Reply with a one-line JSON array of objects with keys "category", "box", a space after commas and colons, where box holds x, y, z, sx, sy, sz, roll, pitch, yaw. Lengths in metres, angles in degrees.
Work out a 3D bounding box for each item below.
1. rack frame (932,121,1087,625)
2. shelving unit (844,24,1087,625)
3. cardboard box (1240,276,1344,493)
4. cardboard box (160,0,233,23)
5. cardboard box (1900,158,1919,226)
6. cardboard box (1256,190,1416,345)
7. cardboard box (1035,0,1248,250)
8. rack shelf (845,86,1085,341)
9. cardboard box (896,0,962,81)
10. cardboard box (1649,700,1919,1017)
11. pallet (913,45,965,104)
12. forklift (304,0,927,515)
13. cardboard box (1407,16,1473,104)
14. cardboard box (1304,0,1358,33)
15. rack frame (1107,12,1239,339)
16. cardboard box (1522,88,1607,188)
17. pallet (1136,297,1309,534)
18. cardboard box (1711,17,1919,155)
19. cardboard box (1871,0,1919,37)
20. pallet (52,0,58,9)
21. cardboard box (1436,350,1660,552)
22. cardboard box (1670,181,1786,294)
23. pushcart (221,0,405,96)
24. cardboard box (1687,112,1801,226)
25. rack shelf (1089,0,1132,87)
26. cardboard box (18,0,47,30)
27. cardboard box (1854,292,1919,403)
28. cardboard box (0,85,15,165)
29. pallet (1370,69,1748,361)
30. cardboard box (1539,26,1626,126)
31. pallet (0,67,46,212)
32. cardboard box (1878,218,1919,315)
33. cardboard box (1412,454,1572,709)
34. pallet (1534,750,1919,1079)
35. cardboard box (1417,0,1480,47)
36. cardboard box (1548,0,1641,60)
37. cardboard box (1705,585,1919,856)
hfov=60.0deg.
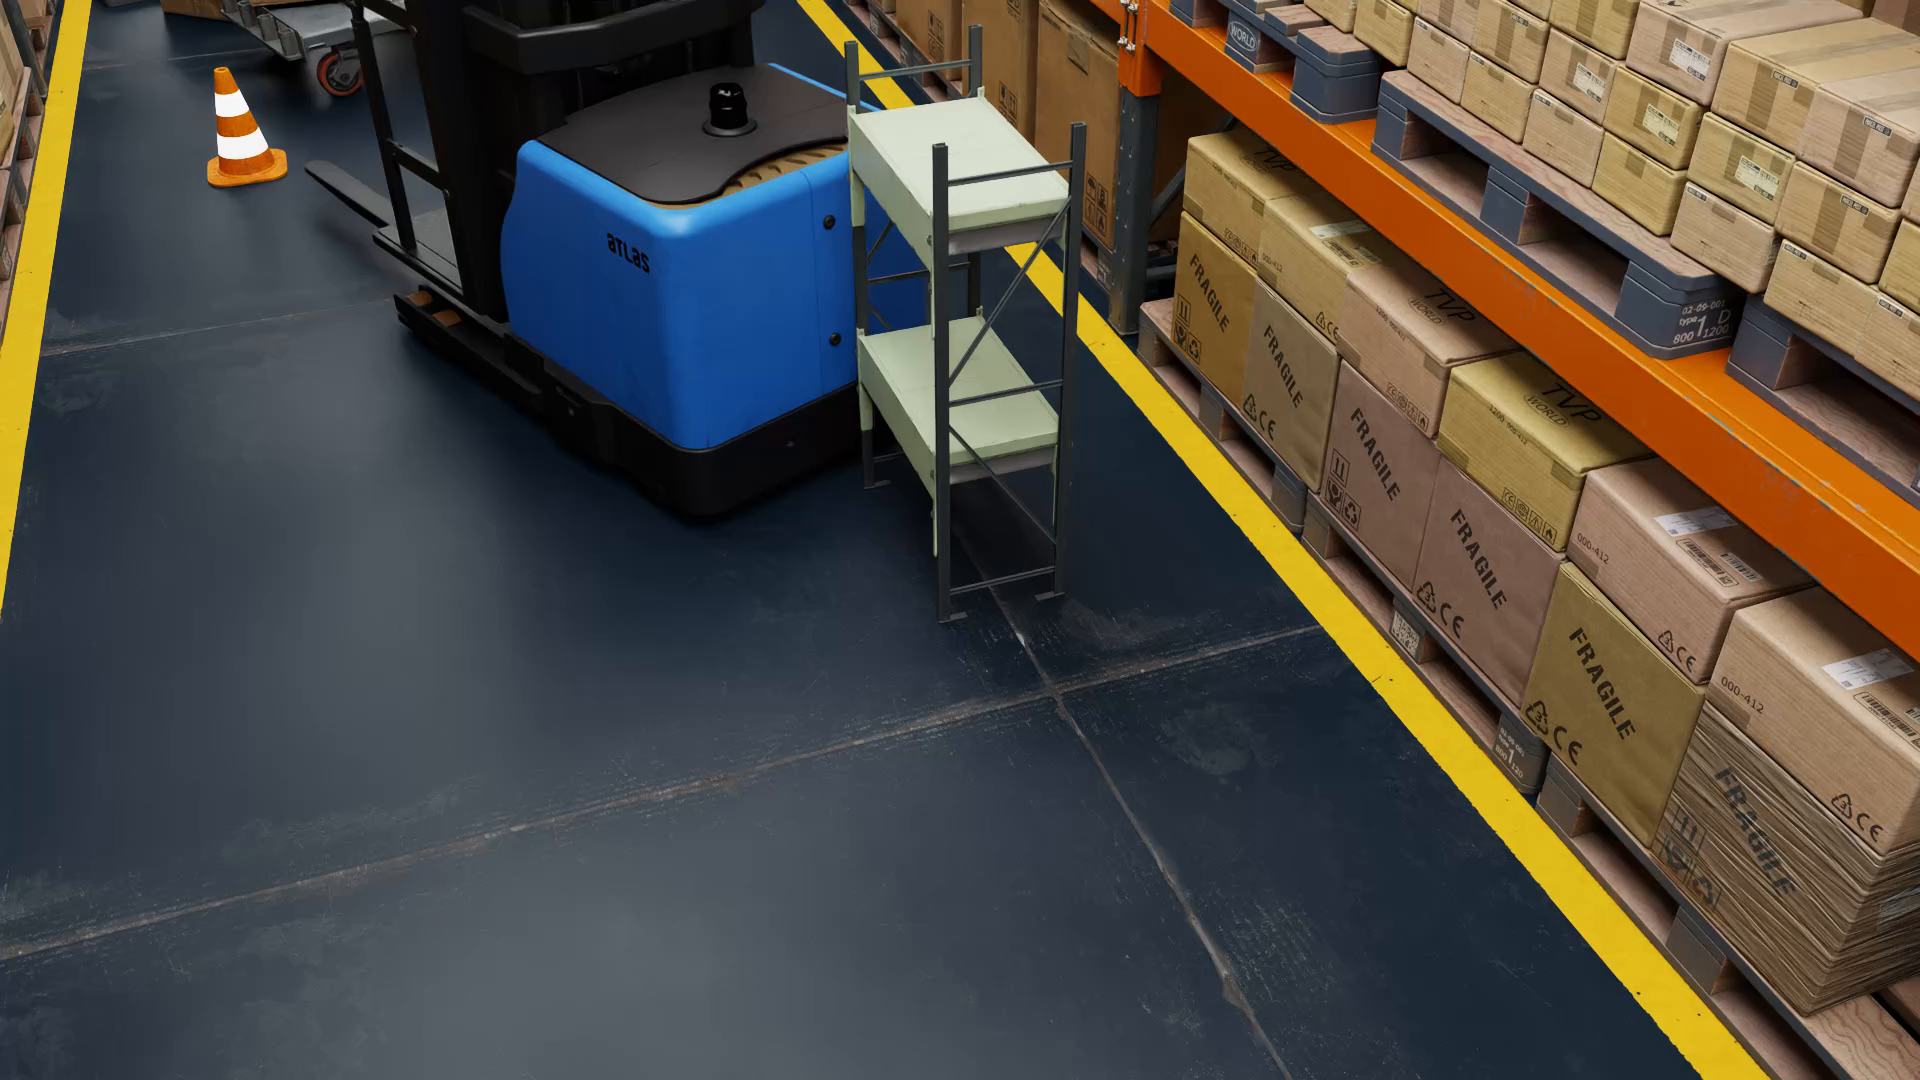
[{"category": "rack frame", "box": [0.124, -0.396, 4.529, 0.400, 1.500, 0.023, -12, 39, -16]}, {"category": "shelving unit", "box": [-0.002, -0.603, 4.804, 0.431, 1.500, 0.755, -12, 39, -16]}, {"category": "cardboard box", "box": [1.234, -0.529, 5.187, 0.500, 0.500, 0.500, -12, 39, -15]}, {"category": "cardboard box", "box": [-4.026, -3.162, 9.031, 0.500, 0.500, 0.500, 12, 39, 16]}, {"category": "cardboard box", "box": [1.929, -0.625, 2.952, 0.380, 0.149, 0.250, -14, 39, -17]}, {"category": "cardboard box", "box": [1.239, -0.838, 4.974, 0.500, 0.250, 0.500, -13, 39, -16]}, {"category": "cardboard box", "box": [0.929, -1.727, 6.570, 1.050, 0.750, 0.750, -13, 39, -17]}, {"category": "rack shelf", "box": [-0.002, -0.915, 4.569, 0.431, 0.370, 0.720, -12, 39, -16]}, {"category": "cardboard box", "box": [0.304, -2.746, 7.923, 1.050, 0.750, 0.750, -12, 39, -16]}, {"category": "cardboard box", "box": [1.940, 0.629, 3.650, 0.500, 0.500, 0.500, -13, 39, -17]}, {"category": "pallet", "box": [0.438, -2.130, 7.903, 1.003, 0.211, 1.213, -12, 39, -16]}, {"category": "forklift", "box": [-1.470, -2.043, 5.527, 1.130, 2.935, 3.031, -30, 46, -33]}, {"category": "cardboard box", "box": [1.392, -1.262, 4.292, 0.380, 0.149, 0.250, -11, 38, -14]}, {"category": "cardboard box", "box": [1.204, -1.564, 4.693, 0.380, 0.149, 0.250, -11, 38, -14]}, {"category": "rack frame", "box": [1.054, -2.095, 5.538, 1.000, 3.000, 0.127, -12, 39, -16]}, {"category": "cardboard box", "box": [1.565, -0.972, 3.907, 0.380, 0.149, 0.250, -14, 39, -17]}, {"category": "pallet", "box": [1.322, -0.539, 5.791, 1.003, 0.211, 1.213, -12, 39, -16]}, {"category": "cardboard box", "box": [1.757, -0.913, 3.334, 0.380, 0.149, 0.250, -14, 39, -17]}, {"category": "cardboard box", "box": [2.281, -1.188, 3.700, 0.380, 0.149, 0.250, -11, 38, -14]}, {"category": "pallet", "box": [-5.623, -3.221, 9.351, 1.003, 0.211, 1.213, -12, 39, -16]}, {"category": "cardboard box", "box": [1.578, -0.261, 4.209, 0.500, 0.250, 0.500, -14, 39, -18]}, {"category": "cardboard box", "box": [1.747, -0.672, 3.508, 0.380, 0.149, 0.250, -14, 39, -18]}, {"category": "pushcart", "box": [-2.812, -2.726, 8.555, 1.648, 0.377, 0.936, -27, 45, -31]}, {"category": "cardboard box", "box": [1.747, -0.796, 3.426, 0.380, 0.149, 0.250, -14, 39, -18]}, {"category": "rack shelf", "box": [0.366, -2.937, 7.255, 1.077, 0.370, 4.000, -12, 39, -16]}, {"category": "cardboard box", "box": [-4.885, -2.731, 8.319, 0.500, 0.250, 0.500, -14, 39, -18]}, {"category": "cardboard box", "box": [1.934, -0.374, 3.113, 0.380, 0.149, 0.250, -13, 39, -16]}, {"category": "cardboard box", "box": [-4.502, -1.690, 6.835, 0.950, 0.372, 0.625, -10, 38, -13]}, {"category": "pallet", "box": [1.774, -0.909, 4.123, 1.003, 0.211, 1.213, -12, 39, -16]}, {"category": "cardboard box", "box": [1.573, -1.088, 3.814, 0.380, 0.149, 0.250, -11, 38, -14]}, {"category": "pallet", "box": [-4.666, -1.719, 7.357, 1.003, 0.211, 1.213, -12, 39, -16]}, {"category": "cardboard box", "box": [1.934, -0.495, 3.026, 0.380, 0.149, 0.250, -11, 38, -14]}, {"category": "cardboard box", "box": [1.591, 0.049, 4.421, 0.500, 0.500, 0.500, -13, 39, -17]}, {"category": "pallet", "box": [2.161, 0.839, 3.961, 1.003, 0.211, 1.213, -12, 39, -16]}, {"category": "cardboard box", "box": [1.394, -1.380, 4.202, 0.380, 0.149, 0.250, -12, 39, -16]}, {"category": "cardboard box", "box": [1.568, -1.215, 3.735, 0.380, 0.149, 0.250, -13, 39, -17]}, {"category": "cardboard box", "box": [1.937, 0.327, 3.428, 0.500, 0.250, 0.500, -13, 39, -17]}]
